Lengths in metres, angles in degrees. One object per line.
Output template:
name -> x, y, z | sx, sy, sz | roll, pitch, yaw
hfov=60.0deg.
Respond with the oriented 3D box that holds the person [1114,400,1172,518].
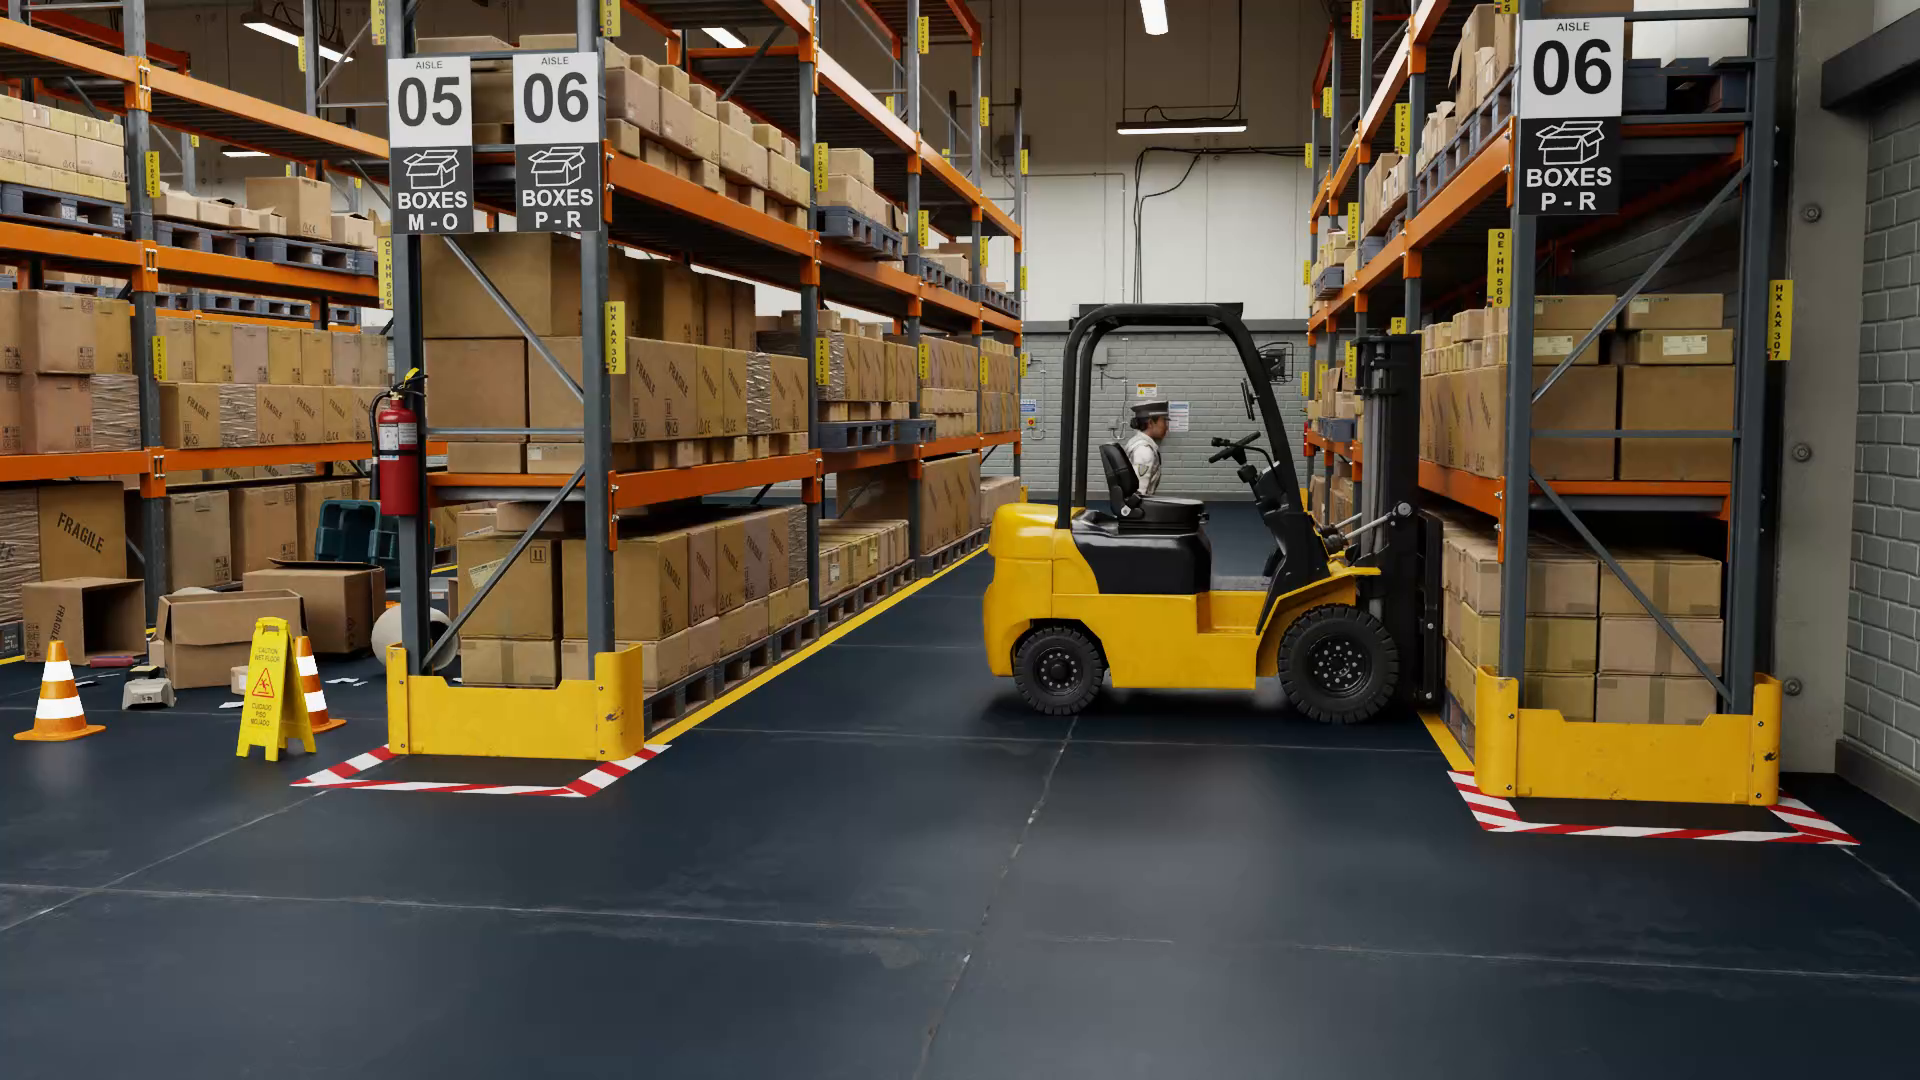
person -> 1.179, -0.072, 10.760 | 0.370, 1.666, 0.545 | 0, 5, 6
